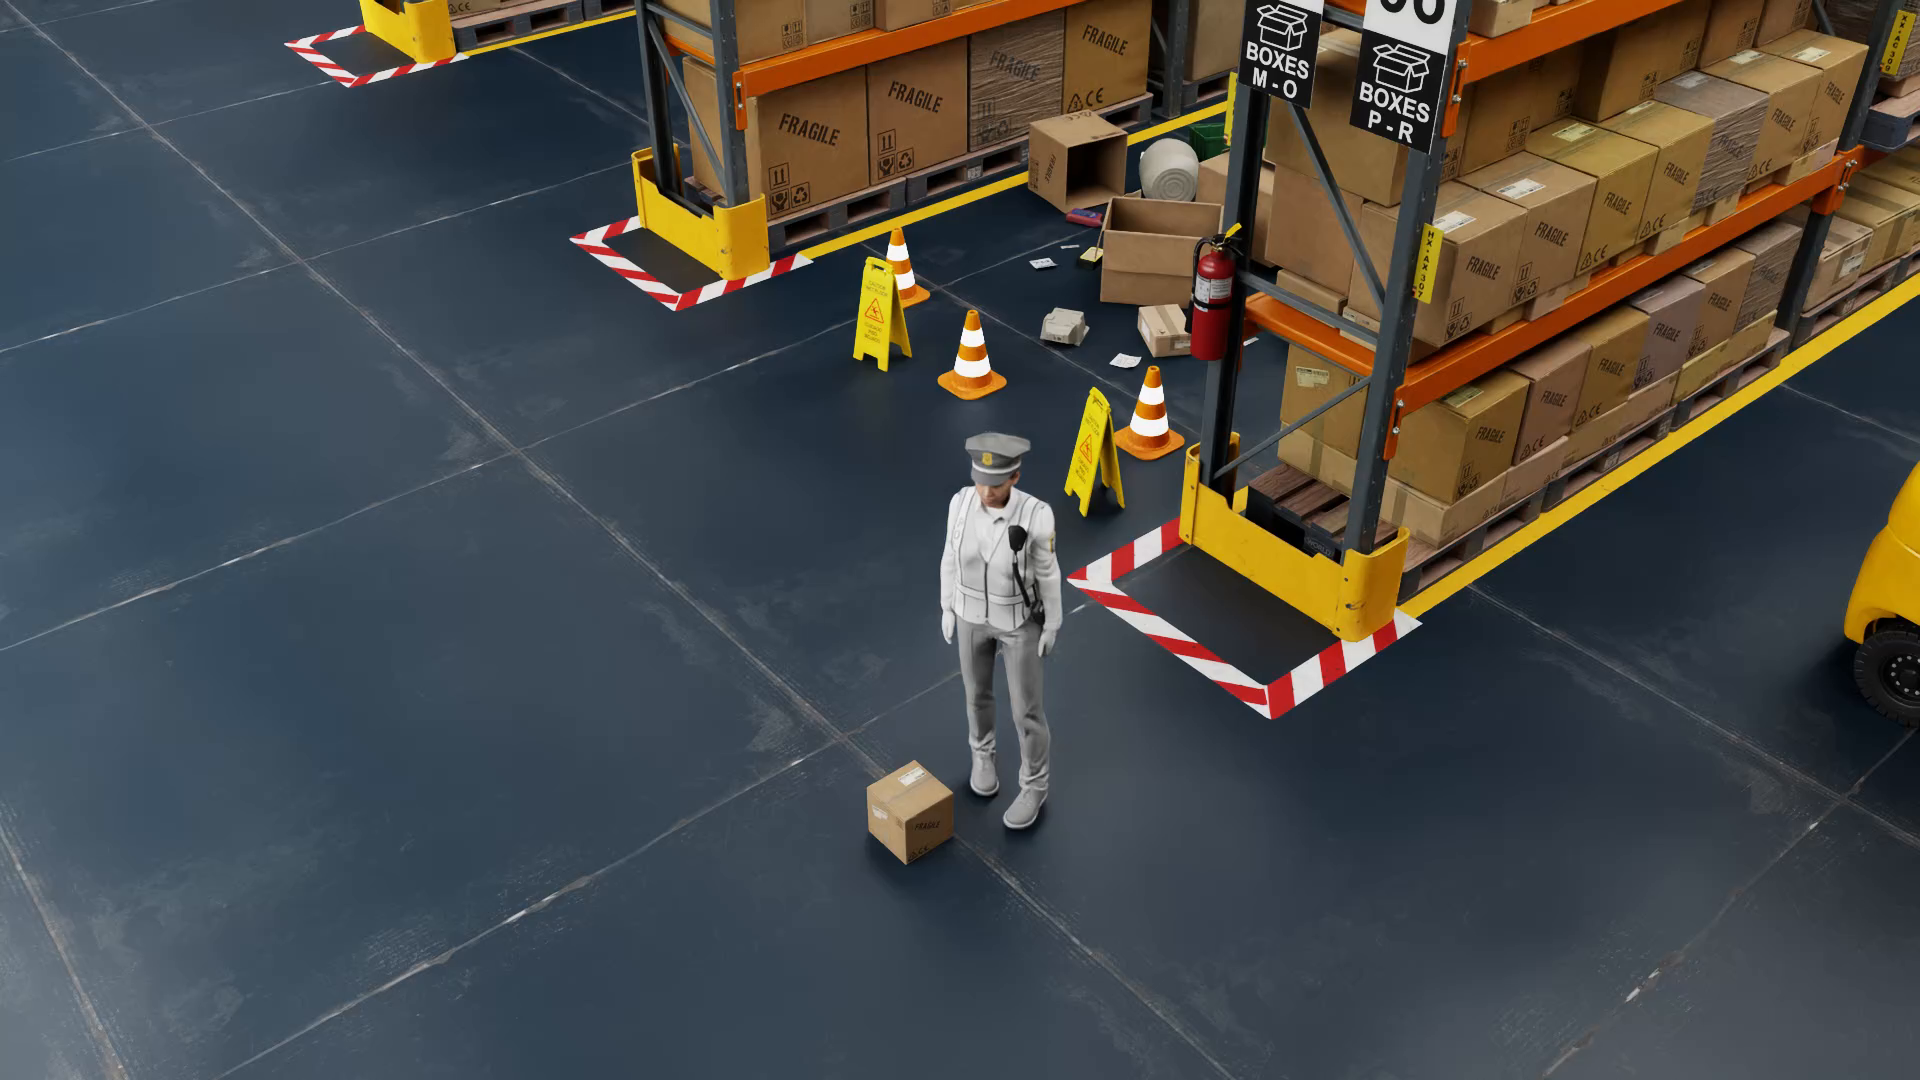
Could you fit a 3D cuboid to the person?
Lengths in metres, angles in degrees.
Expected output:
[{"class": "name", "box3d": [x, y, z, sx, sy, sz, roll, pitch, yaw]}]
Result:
[{"class": "person", "box3d": [0.131, 0.357, 6.547, 0.521, 1.679, 0.489, 13, 38, 18]}]
